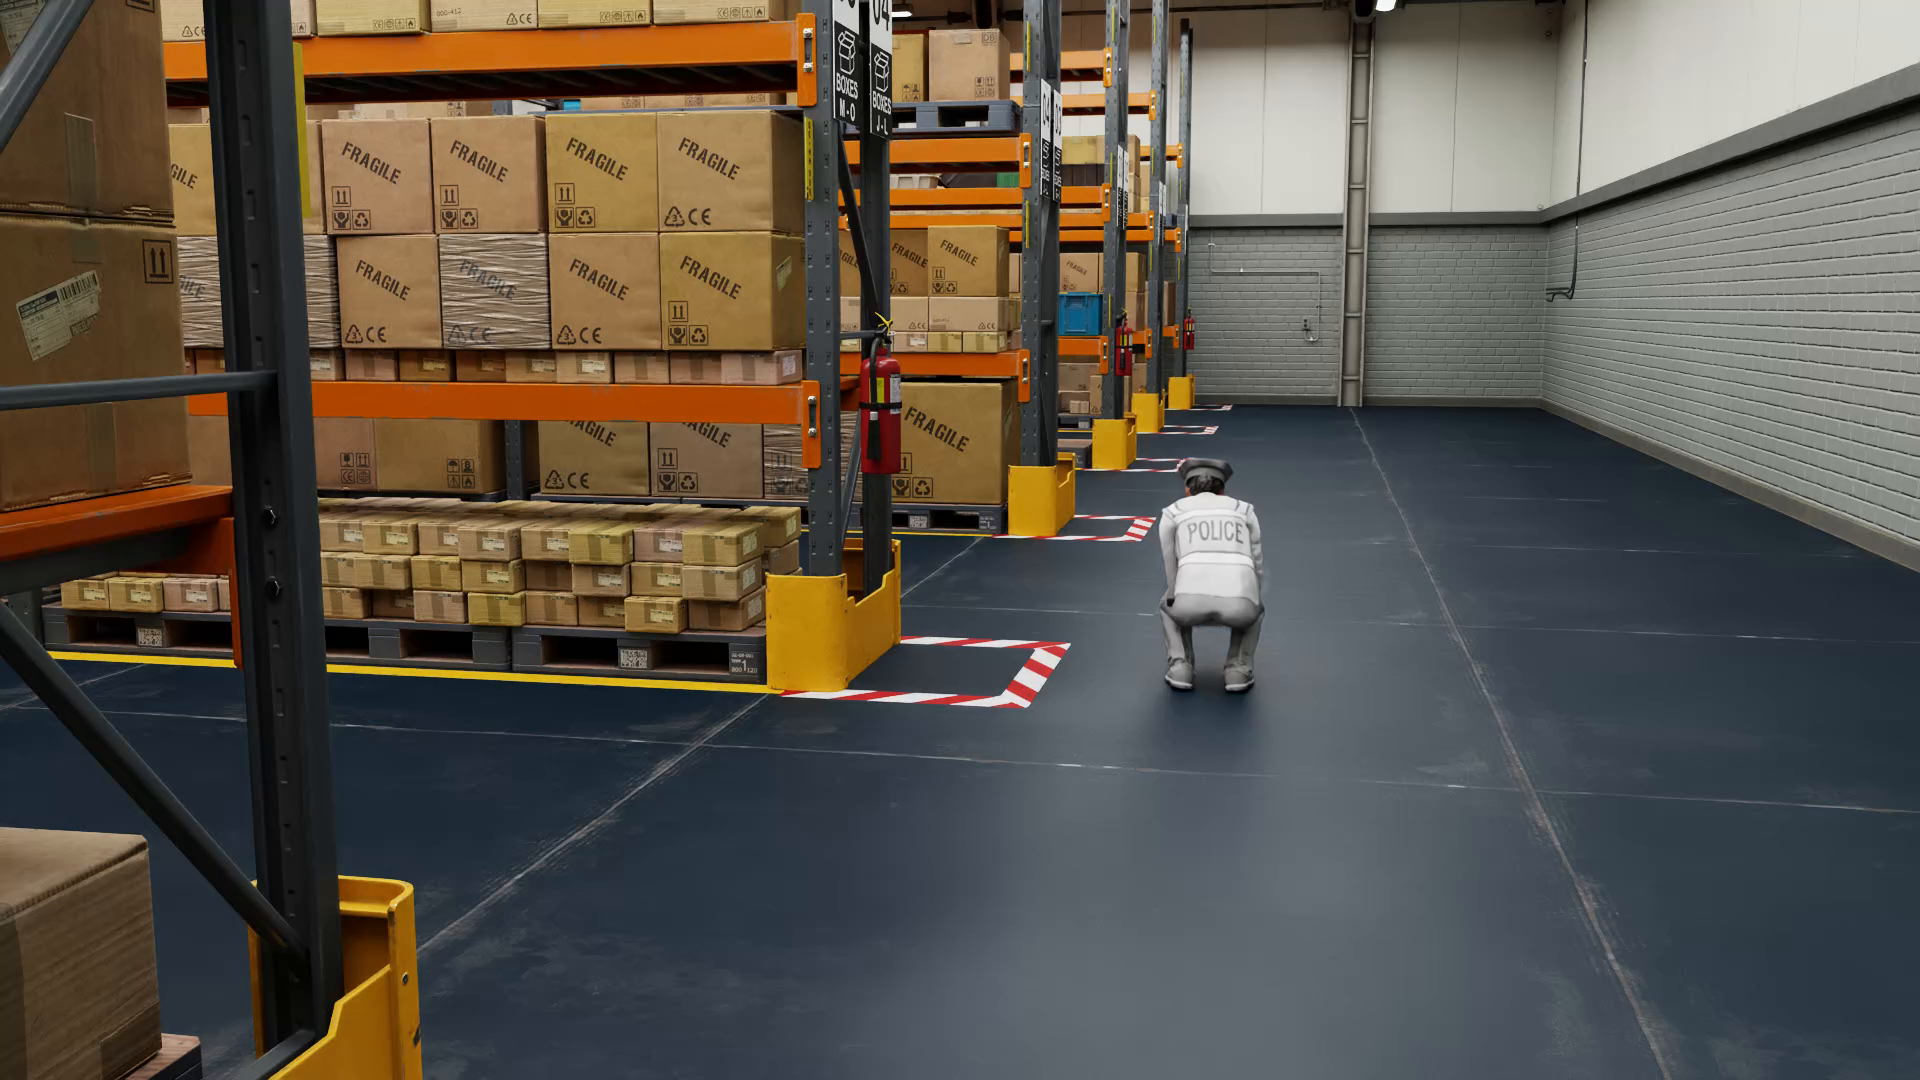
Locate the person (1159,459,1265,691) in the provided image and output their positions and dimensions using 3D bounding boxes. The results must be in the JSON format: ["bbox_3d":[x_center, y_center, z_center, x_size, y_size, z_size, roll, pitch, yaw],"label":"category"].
[{"bbox_3d":[1.107,0.143,7.319,0.470,0.977,0.832,1,8,10],"label":"person"}]
